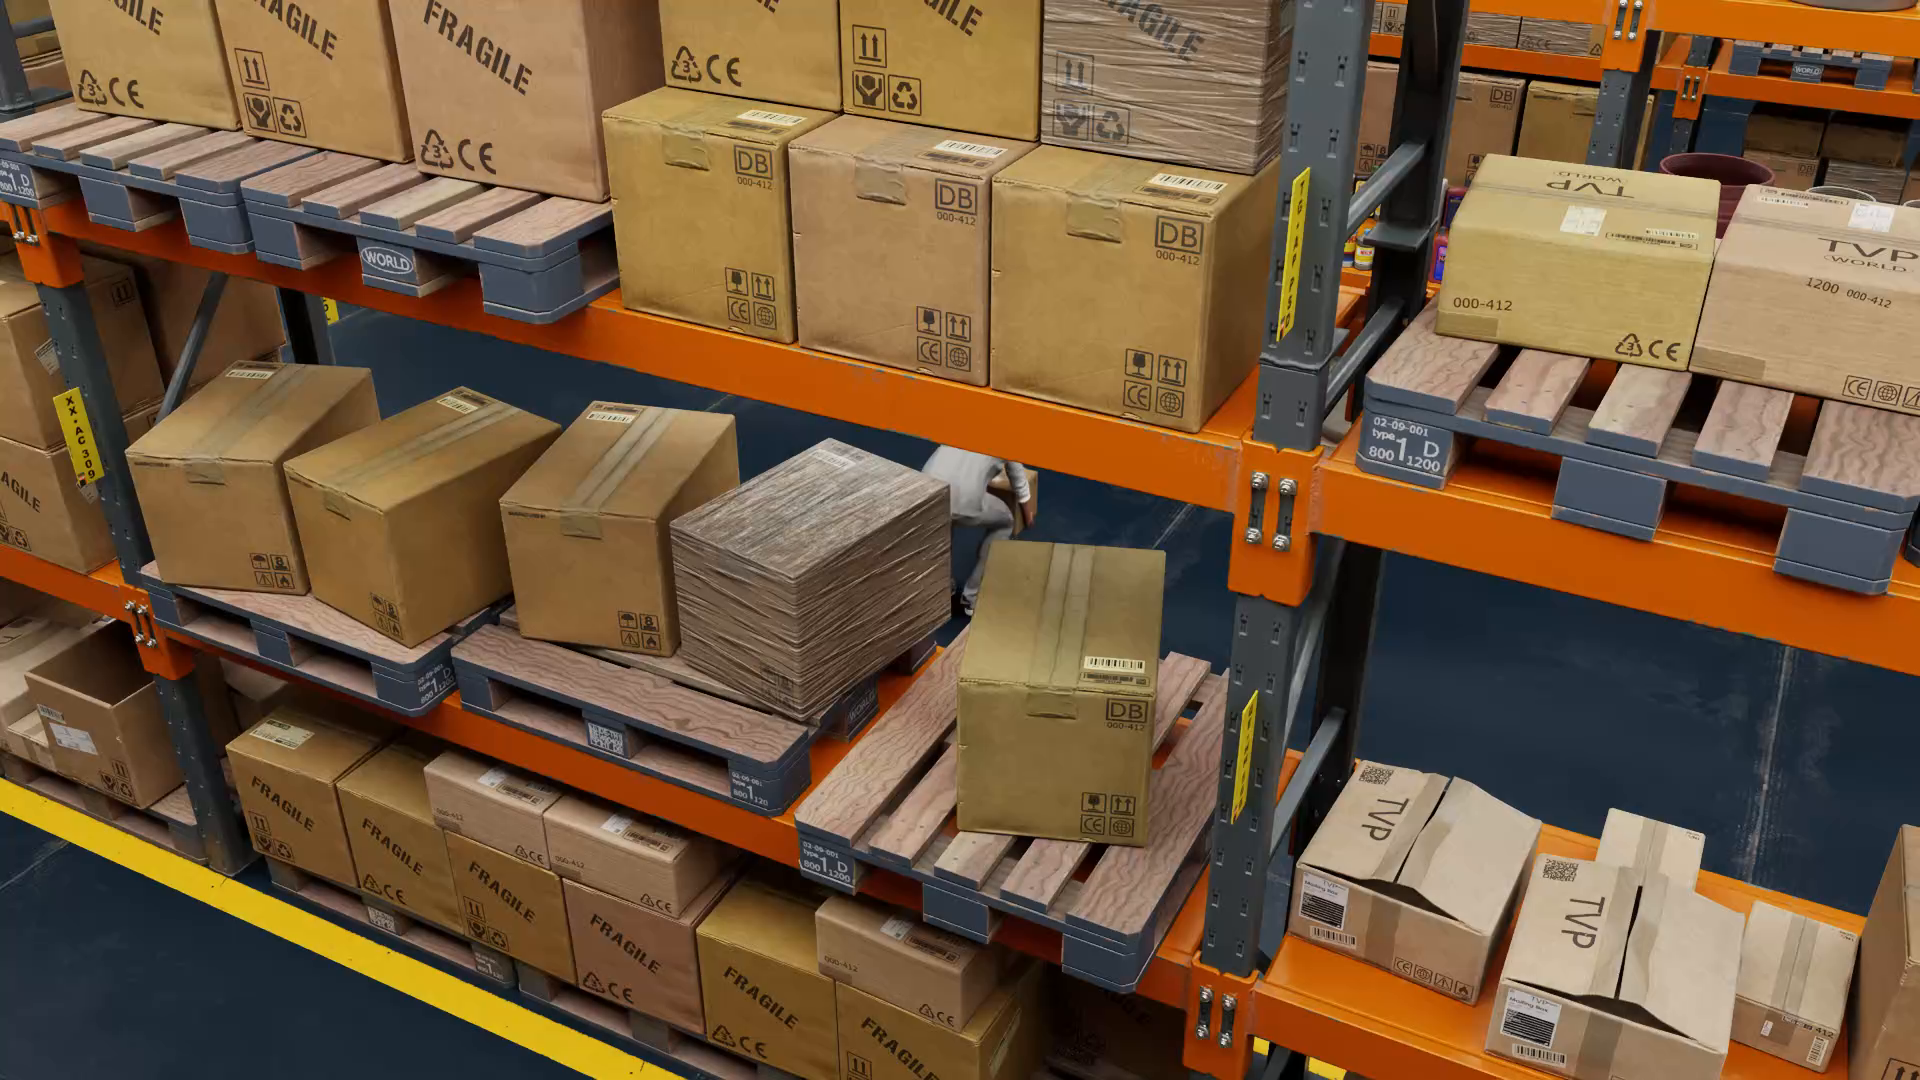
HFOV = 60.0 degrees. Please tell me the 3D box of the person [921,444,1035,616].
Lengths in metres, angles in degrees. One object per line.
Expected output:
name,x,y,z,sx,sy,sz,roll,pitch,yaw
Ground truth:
person,0.070,-0.145,8.060,0.421,0.917,0.863,13,33,21
